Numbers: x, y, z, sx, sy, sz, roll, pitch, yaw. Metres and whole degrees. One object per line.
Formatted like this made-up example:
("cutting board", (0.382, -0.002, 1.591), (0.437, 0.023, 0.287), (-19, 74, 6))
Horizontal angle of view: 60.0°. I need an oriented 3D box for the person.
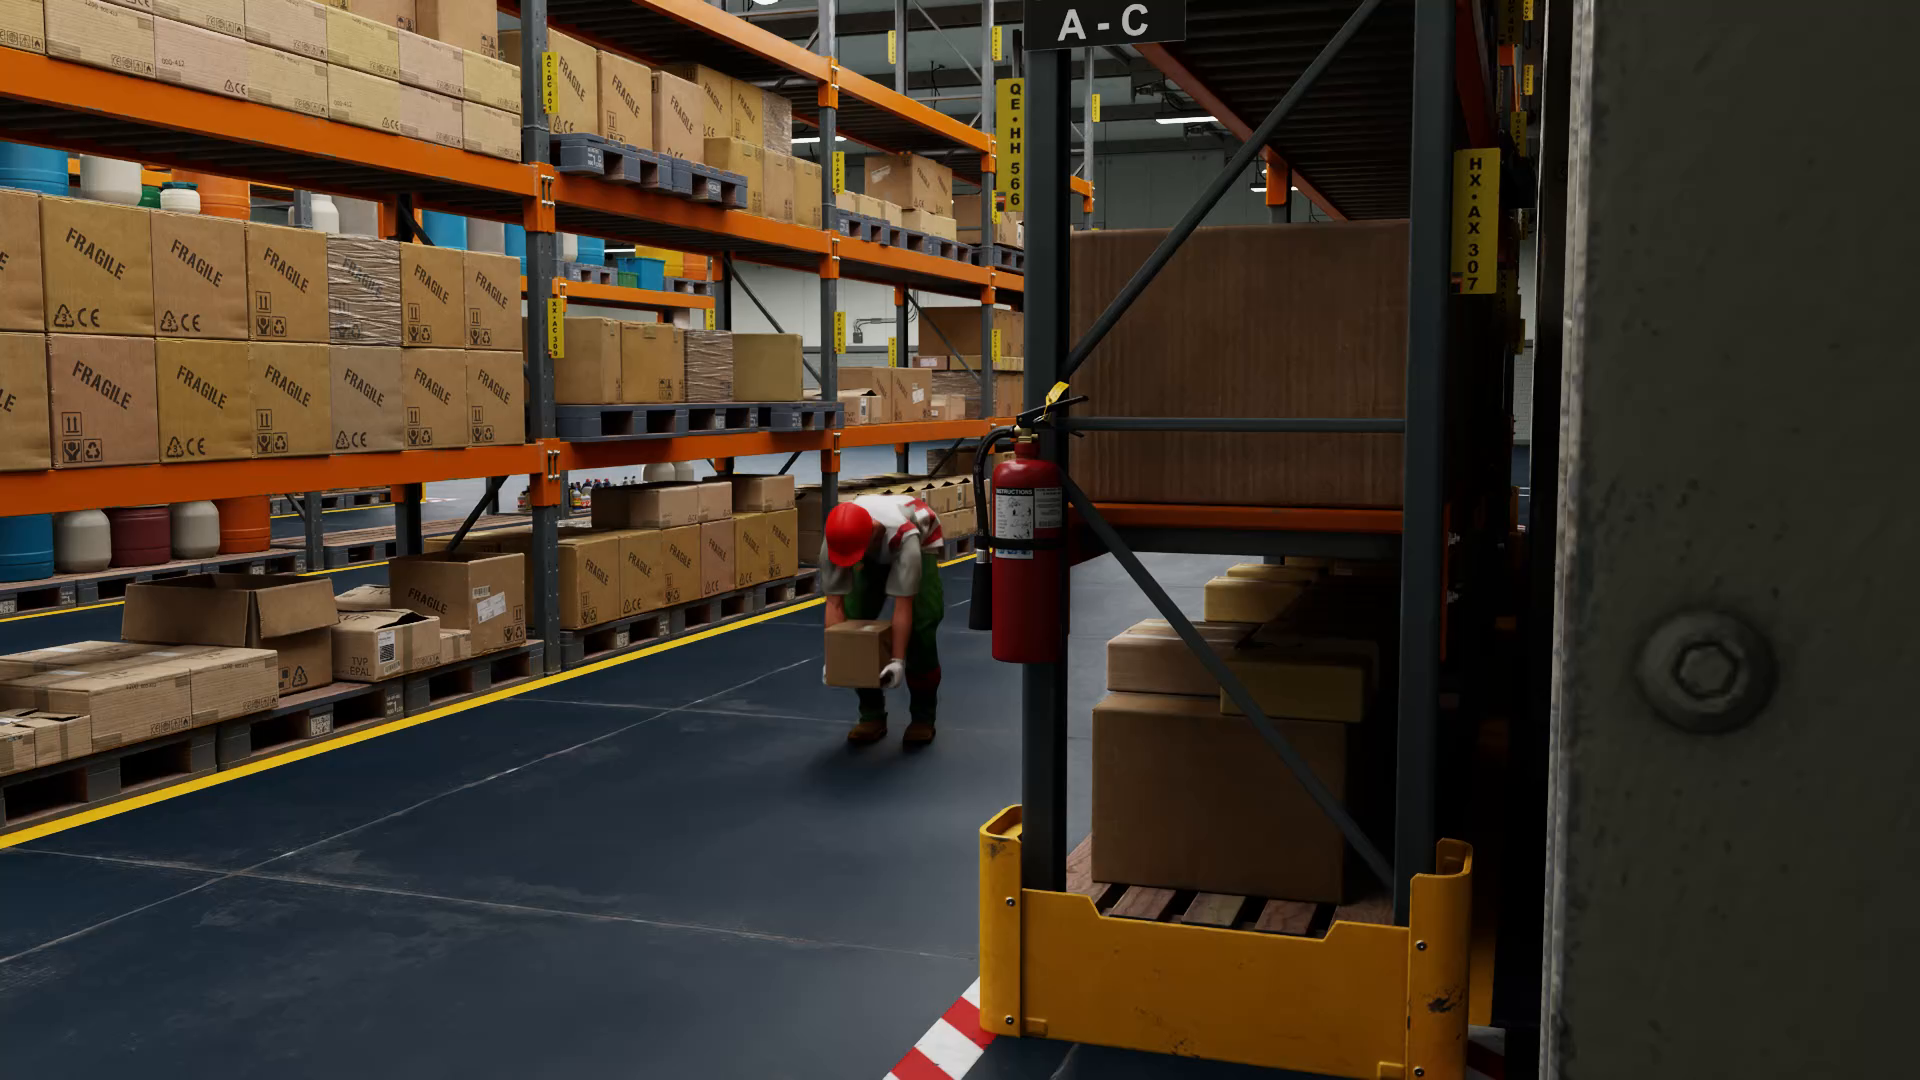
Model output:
("person", (-0.364, 0.365, 7.397), (0.495, 1.129, 0.962), (2, 5, 17))
